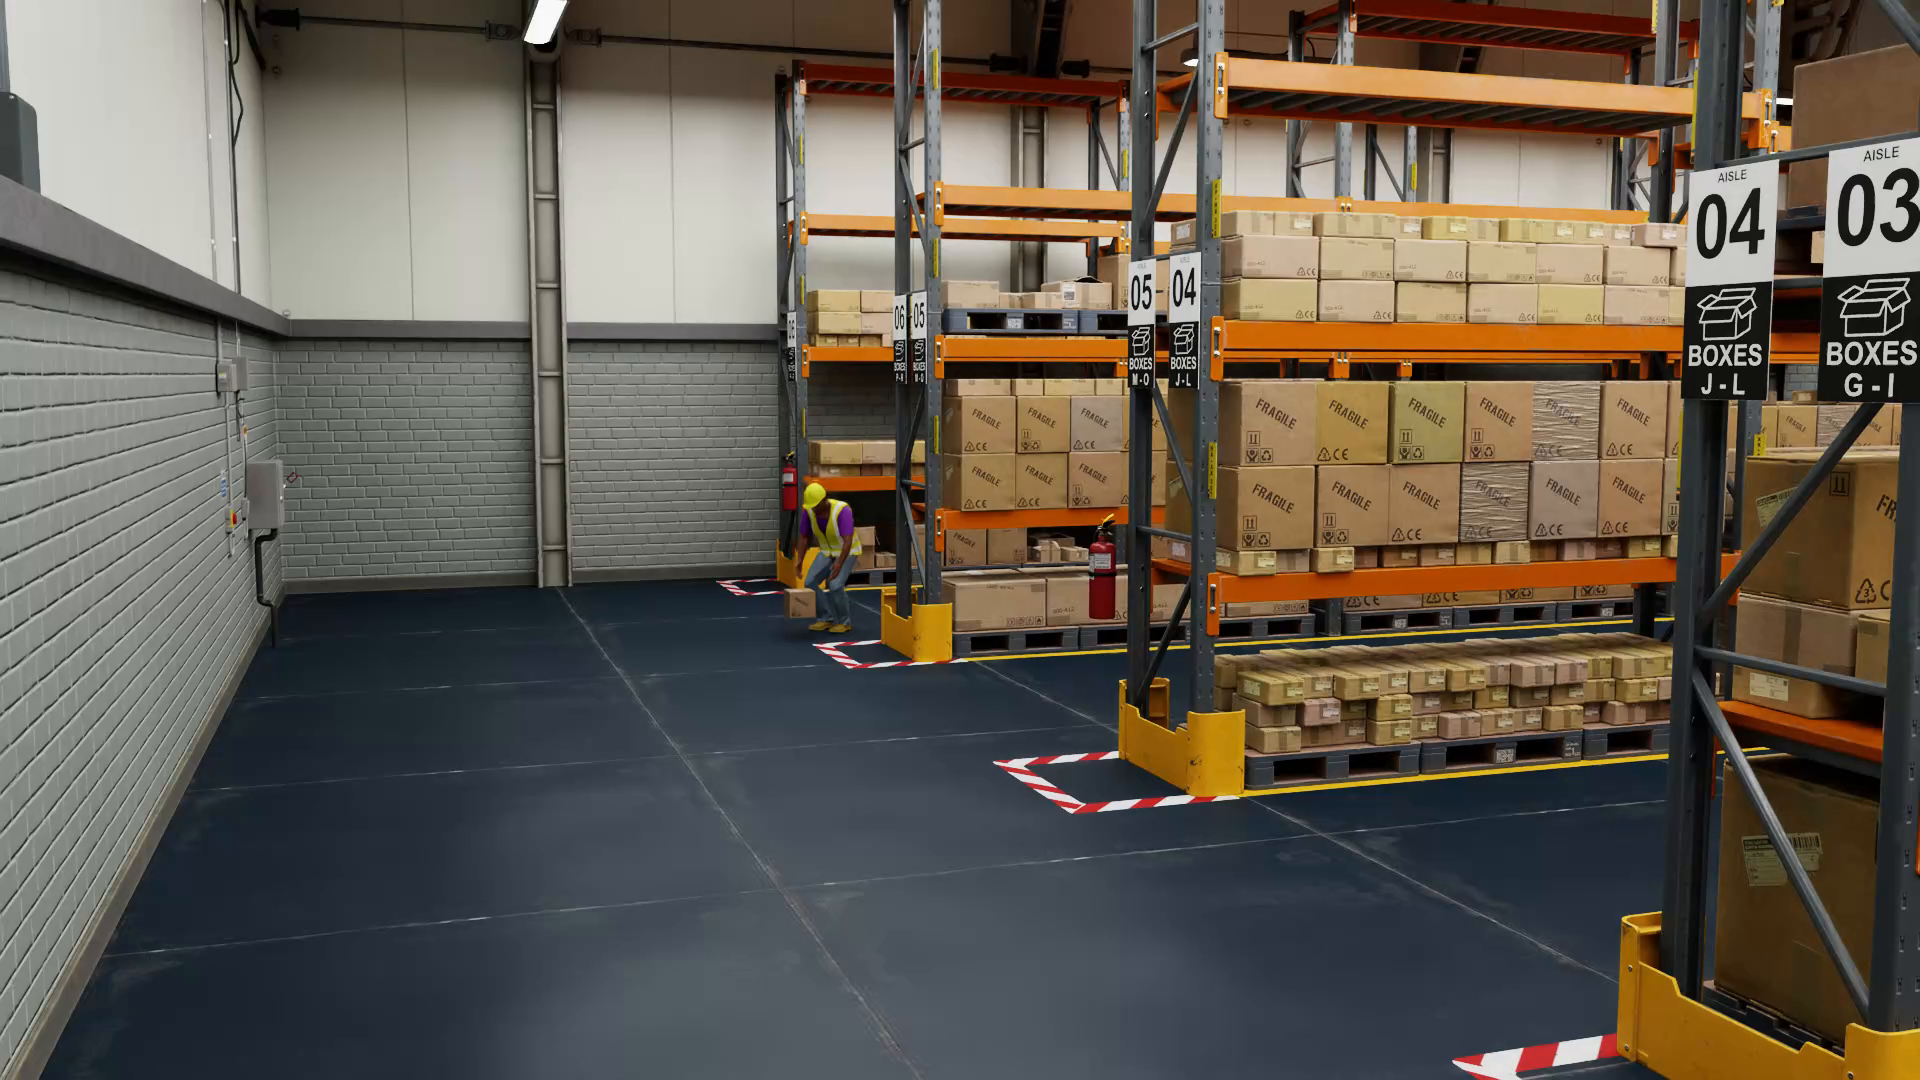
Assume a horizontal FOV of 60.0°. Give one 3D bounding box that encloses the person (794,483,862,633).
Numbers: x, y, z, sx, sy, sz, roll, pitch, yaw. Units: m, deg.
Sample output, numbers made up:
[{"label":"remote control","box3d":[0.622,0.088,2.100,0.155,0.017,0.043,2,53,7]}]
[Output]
[{"label":"person","box3d":[-1.251,0.165,16.099,0.630,1.462,0.727,4,7,35]}]
